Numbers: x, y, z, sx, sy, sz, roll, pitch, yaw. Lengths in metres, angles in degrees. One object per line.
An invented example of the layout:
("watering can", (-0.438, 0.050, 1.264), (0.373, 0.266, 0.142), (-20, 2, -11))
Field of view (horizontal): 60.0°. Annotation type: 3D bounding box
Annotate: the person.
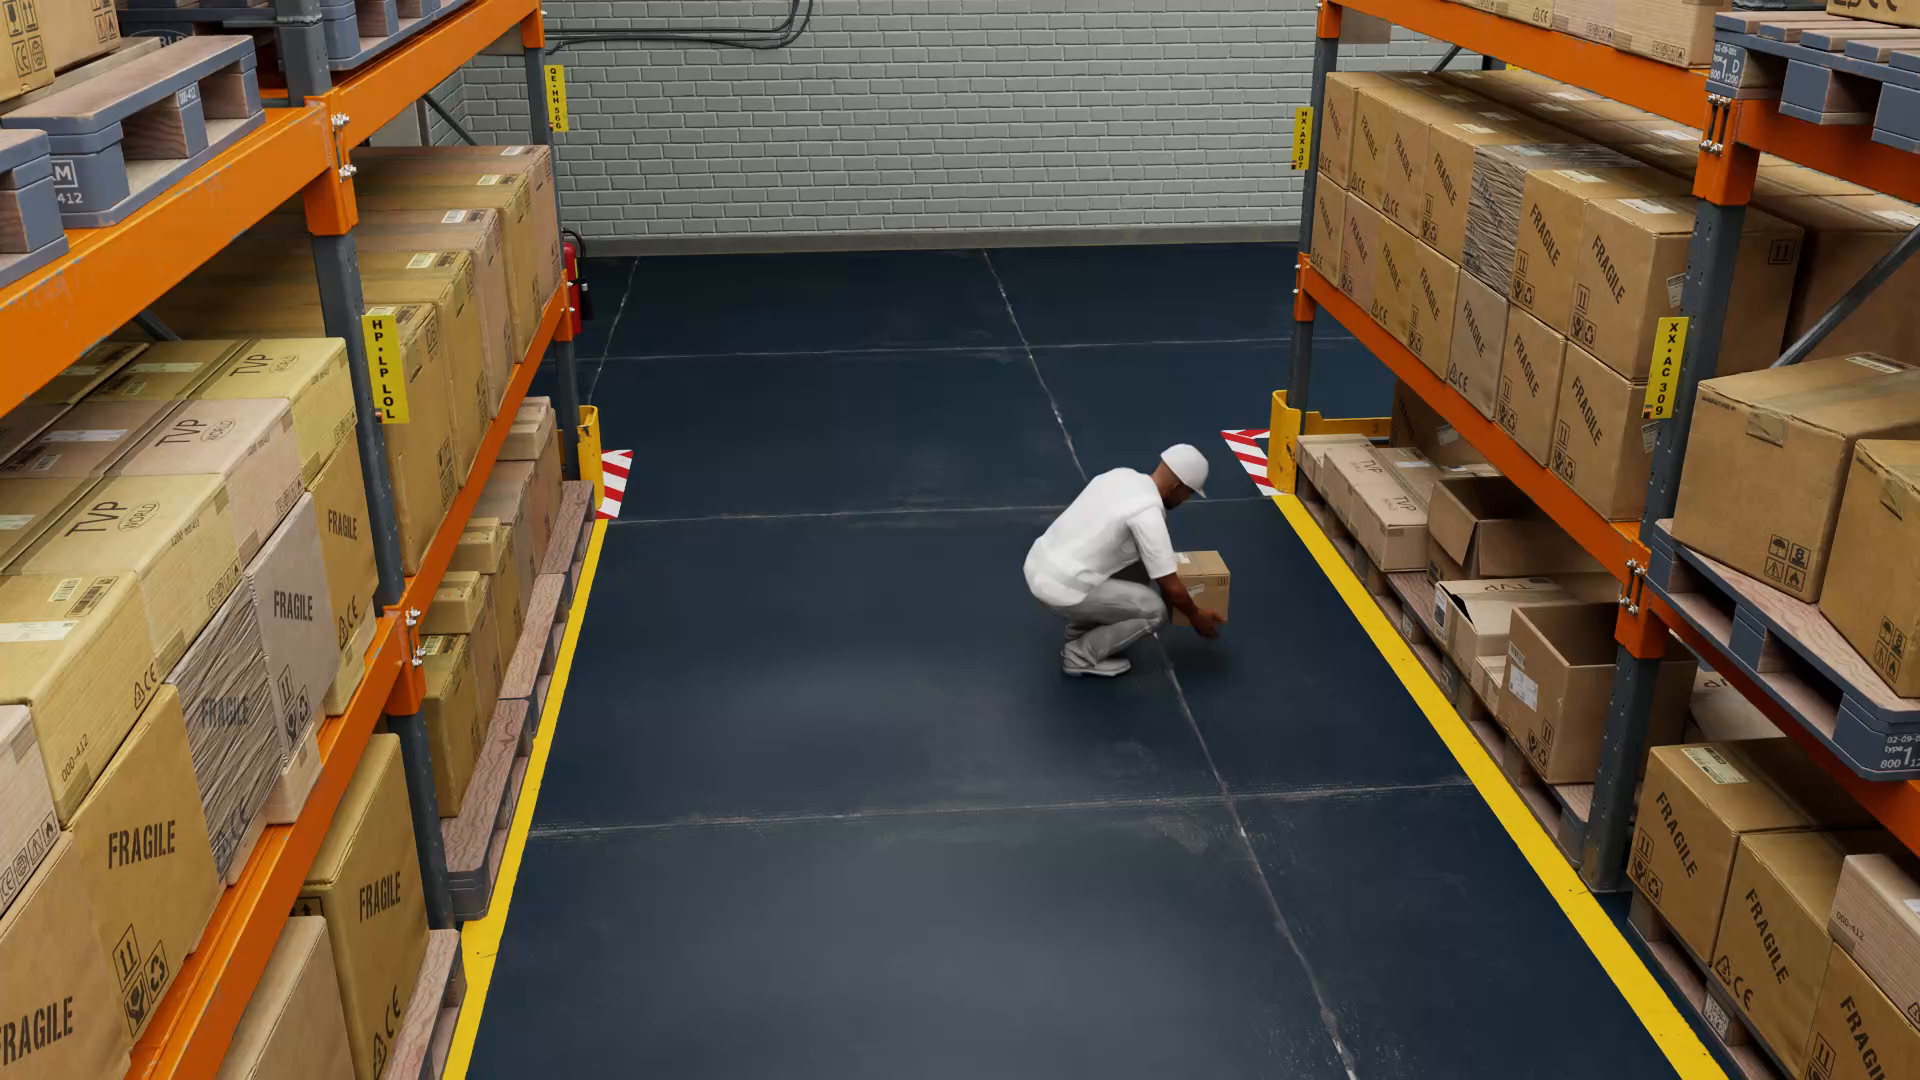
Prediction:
("person", (0.728, 0.071, 7.382), (0.885, 0.997, 0.579), (-2, 24, -6))
